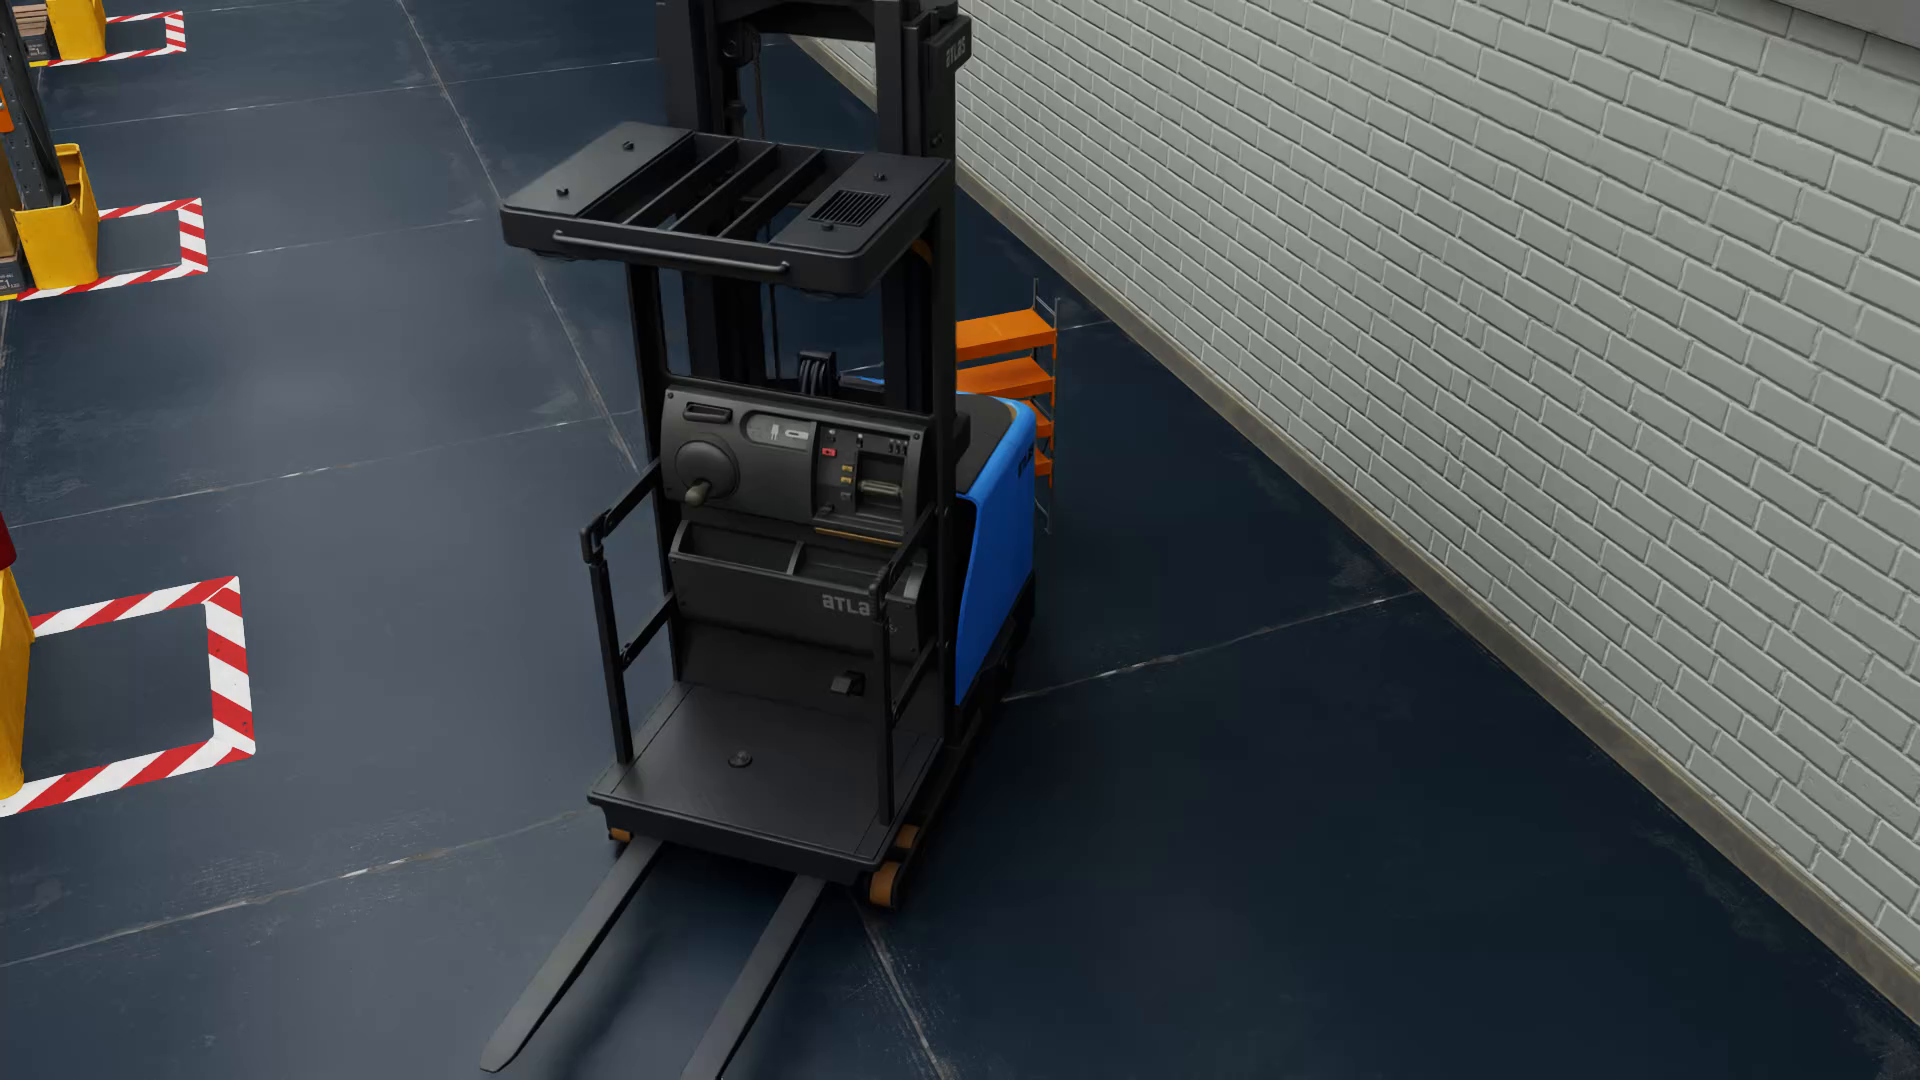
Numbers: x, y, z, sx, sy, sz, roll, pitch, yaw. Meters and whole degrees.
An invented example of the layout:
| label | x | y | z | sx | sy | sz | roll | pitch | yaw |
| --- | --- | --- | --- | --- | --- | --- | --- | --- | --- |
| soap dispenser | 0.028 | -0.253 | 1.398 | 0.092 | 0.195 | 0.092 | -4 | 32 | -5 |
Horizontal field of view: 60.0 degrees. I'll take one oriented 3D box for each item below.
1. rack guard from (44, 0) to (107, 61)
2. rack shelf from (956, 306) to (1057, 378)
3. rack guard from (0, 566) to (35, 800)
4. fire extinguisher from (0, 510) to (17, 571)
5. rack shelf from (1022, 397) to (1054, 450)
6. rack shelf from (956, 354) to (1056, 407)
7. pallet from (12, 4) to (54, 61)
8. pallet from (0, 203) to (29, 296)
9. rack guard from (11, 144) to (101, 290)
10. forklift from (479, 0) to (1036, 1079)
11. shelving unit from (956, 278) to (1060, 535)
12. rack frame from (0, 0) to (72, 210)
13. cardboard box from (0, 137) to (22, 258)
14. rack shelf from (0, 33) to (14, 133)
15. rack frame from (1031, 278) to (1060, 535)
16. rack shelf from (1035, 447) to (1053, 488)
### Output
| label | x | y | z | sx | sy | sz | roll | pitch | yaw |
| --- | --- | --- | --- | --- | --- | --- | --- | --- | --- |
| rack guard | -7.579 | -4.540 | 14.268 | 0.348 | 0.500 | 1.175 | -13 | 35 | -19 |
| rack shelf | 0.153 | -0.867 | 7.262 | 0.480 | 0.148 | 0.258 | -13 | 35 | -19 |
| rack guard | -3.922 | 0.494 | 6.532 | 0.348 | 0.500 | 1.175 | -13 | 35 | -19 |
| fire extinguisher | -3.441 | -0.202 | 5.723 | 0.183 | 0.674 | 0.296 | -13 | 35 | -19 |
| rack shelf | 0.153 | -0.481 | 7.513 | 0.480 | 0.148 | 0.258 | -13 | 35 | -19 |
| rack shelf | 0.153 | -0.669 | 7.391 | 0.480 | 0.148 | 0.258 | -13 | 35 | -19 |
| pallet | -8.372 | -4.252 | 14.092 | 1.213 | 0.211 | 1.003 | -13 | 35 | -19 |
| pallet | -6.386 | -1.708 | 10.182 | 1.213 | 0.211 | 1.003 | -13 | 35 | -19 |
| rack guard | -5.657 | -2.042 | 10.431 | 0.348 | 0.500 | 1.175 | -13 | 35 | -19 |
| forklift | -0.633 | -0.201 | 5.371 | 1.130 | 2.935 | 3.031 | 10 | 34 | 15 |
| shelving unit | 0.153 | -0.538 | 7.476 | 0.503 | 1.200 | 0.258 | -13 | 35 | -19 |
| rack frame | -5.679 | -3.085 | 9.741 | 0.127 | 3.000 | 1.000 | -13 | 35 | -19 |
| cardboard box | -6.238 | -2.195 | 9.936 | 0.875 | 0.875 | 0.875 | -13 | 35 | -19 |
| rack shelf | -7.523 | -2.361 | 9.288 | 4.000 | 0.370 | 1.077 | -13 | 35 | -19 |
| rack frame | 0.378 | -0.589 | 7.556 | 0.015 | 1.200 | 0.240 | -13 | 35 | -19 |
| rack shelf | 0.153 | -0.315 | 7.621 | 0.480 | 0.148 | 0.258 | -13 | 35 | -19 |
